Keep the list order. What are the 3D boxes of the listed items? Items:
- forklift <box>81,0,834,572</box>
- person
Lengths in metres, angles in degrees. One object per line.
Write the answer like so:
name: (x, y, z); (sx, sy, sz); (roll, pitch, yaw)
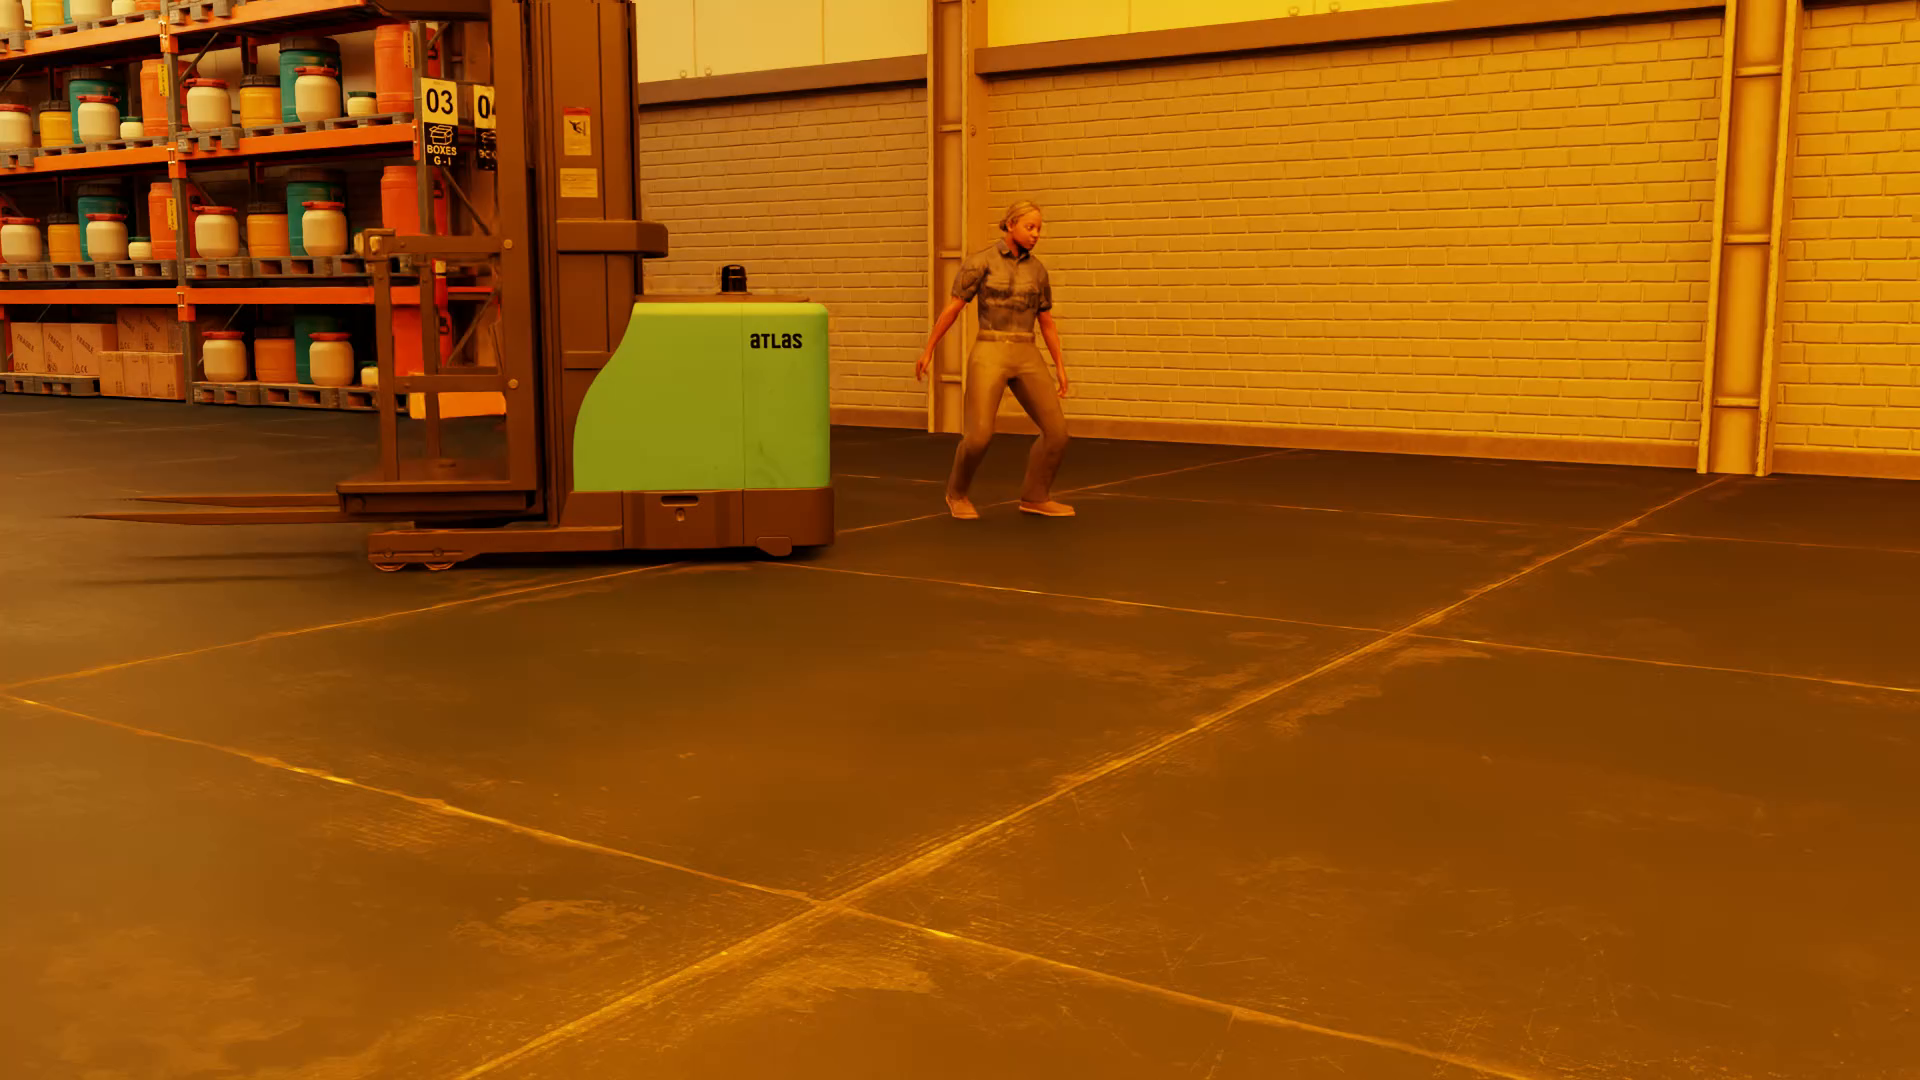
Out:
forklift: (-2.092, -1.403, 7.057); (3.031, 2.935, 1.130); (-1, 8, -8)
person: (0.180, -0.893, 8.318); (0.817, 1.588, 0.466); (-3, 9, -19)
